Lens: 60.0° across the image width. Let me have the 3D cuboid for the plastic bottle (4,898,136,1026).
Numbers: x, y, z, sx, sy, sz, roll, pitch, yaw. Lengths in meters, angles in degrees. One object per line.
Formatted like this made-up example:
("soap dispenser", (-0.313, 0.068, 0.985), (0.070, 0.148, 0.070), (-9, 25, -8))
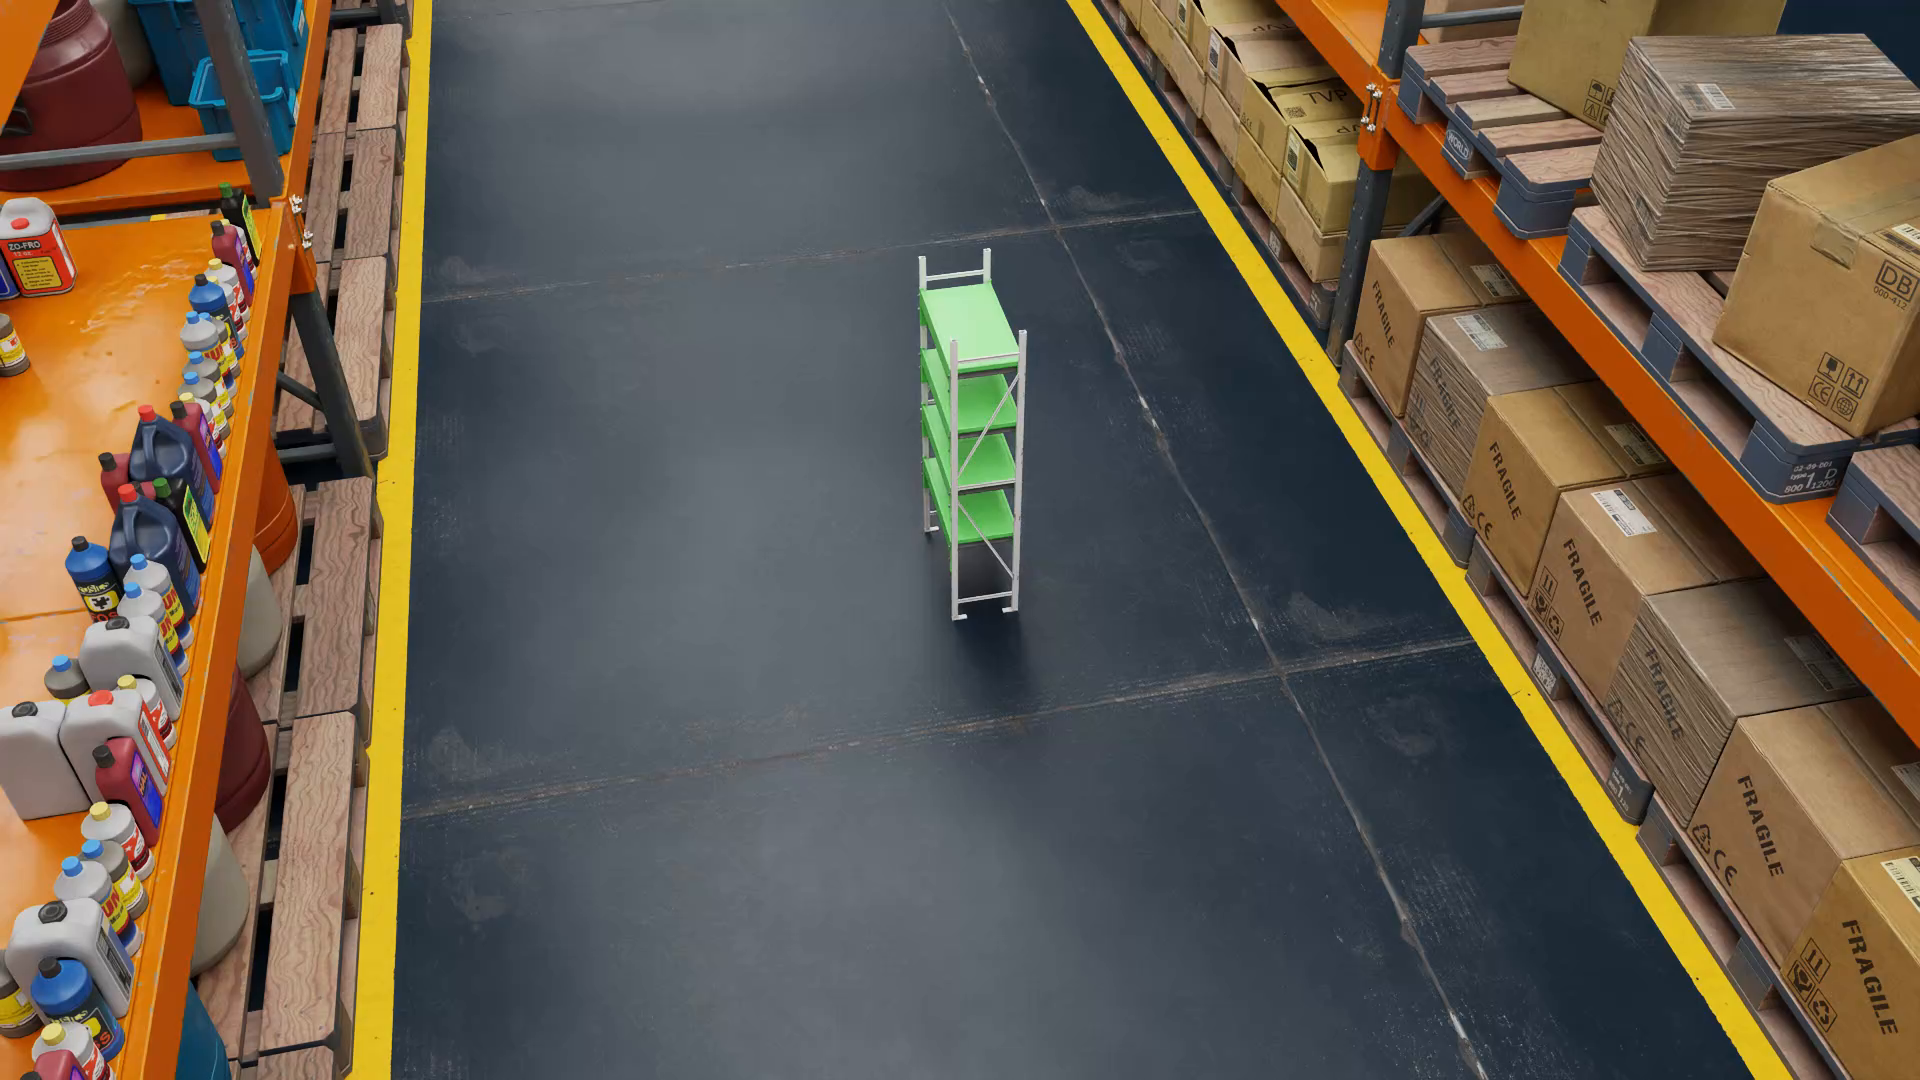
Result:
("plastic bottle", (-1.708, 0.797, 3.186), (0.152, 0.276, 0.135), (-8, 42, -9))

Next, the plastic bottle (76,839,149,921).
("plastic bottle", (-1.727, 0.683, 3.371), (0.097, 0.201, 0.097), (0, 42, 0))

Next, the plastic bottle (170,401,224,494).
("plastic bottle", (-2.014, -0.265, 4.376), (0.061, 0.283, 0.133), (-8, 42, -9))

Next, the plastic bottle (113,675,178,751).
("plastic bottle", (-1.827, 0.383, 3.709), (0.097, 0.201, 0.097), (0, 42, 0))

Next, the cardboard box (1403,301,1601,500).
("cardboard box", (2.011, -0.513, 6.120), (0.500, 0.500, 0.500), (-10, 43, -11))

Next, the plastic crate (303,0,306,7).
("plastic crate", (-2.814, -2.365, 6.607), (0.402, 0.464, 0.583), (-8, 42, -9))

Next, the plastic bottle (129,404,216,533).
("plastic bottle", (-2.020, -0.181, 4.231), (0.144, 0.351, 0.185), (-8, 42, -9))

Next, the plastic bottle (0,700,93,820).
("plastic bottle", (-1.977, 0.456, 3.570), (0.152, 0.276, 0.135), (-8, 42, -9))

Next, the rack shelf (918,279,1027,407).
("rack shelf", (0.036, -0.653, 5.455), (0.258, 0.148, 0.480), (-8, 42, -9))

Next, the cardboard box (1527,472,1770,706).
("cardboard box", (2.232, 0.151, 5.372), (0.500, 0.500, 0.500), (-10, 43, -11))

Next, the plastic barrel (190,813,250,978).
("plastic barrel", (-2.189, 0.923, 4.508), (0.421, 0.512, 0.421), (0, 42, 0))

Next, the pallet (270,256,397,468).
("pallet", (-2.894, -0.715, 6.897), (1.003, 0.211, 1.213), (-8, 42, -9))

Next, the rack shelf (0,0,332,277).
("rack shelf", (-3.196, -2.278, 7.098), (1.077, 0.370, 4.000), (-8, 42, -9))

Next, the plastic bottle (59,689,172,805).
("plastic bottle", (-1.829, 0.434, 3.595), (0.152, 0.276, 0.135), (-8, 42, -9))

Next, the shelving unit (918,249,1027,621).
("shelving unit", (0.036, -0.341, 5.731), (0.258, 1.200, 0.503), (-8, 42, -9))

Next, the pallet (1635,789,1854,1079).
("pallet", (2.724, 1.156, 4.788), (1.003, 0.211, 1.213), (-8, 42, -9))

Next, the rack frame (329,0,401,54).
("rack frame", (-3.628, -3.843, 8.320), (1.000, 3.000, 0.127), (-8, 42, -9))

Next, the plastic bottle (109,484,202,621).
("plastic bottle", (-1.951, 0.026, 3.999), (0.144, 0.351, 0.185), (-8, 42, -9))

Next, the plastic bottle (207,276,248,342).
("plastic bottle", (-2.183, -0.685, 4.912), (0.097, 0.201, 0.097), (0, 42, 0))

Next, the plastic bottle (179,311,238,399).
("plastic bottle", (-2.120, -0.522, 4.675), (0.097, 0.271, 0.097), (0, 42, 0))

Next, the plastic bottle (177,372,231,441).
("plastic bottle", (-2.078, -0.369, 4.556), (0.097, 0.201, 0.097), (0, 42, 0))

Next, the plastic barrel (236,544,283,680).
("plastic barrel", (-2.433, 0.191, 5.333), (0.421, 0.512, 0.421), (0, 42, 0))

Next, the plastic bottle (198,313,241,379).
("plastic bottle", (-2.141, -0.559, 4.769), (0.097, 0.201, 0.097), (0, 42, 0))

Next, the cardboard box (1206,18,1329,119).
("cardboard box", (1.495, -2.264, 7.873), (0.500, 0.311, 0.500), (-9, 42, -10))

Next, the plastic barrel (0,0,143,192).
("plastic barrel", (-3.160, -1.558, 5.644), (0.600, 0.536, 0.708), (-8, 42, -9))

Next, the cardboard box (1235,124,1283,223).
("cardboard box", (1.607, -1.726, 7.690), (0.500, 0.250, 0.500), (-9, 42, -10))

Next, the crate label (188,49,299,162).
("crate label", (-2.489, -1.514, 5.823), (0.303, 0.233, 0.416), (-8, 42, -9))

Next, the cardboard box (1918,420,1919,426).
("cardboard box", (2.842, -0.335, 3.976), (0.700, 0.500, 0.500), (-2, 42, -2))

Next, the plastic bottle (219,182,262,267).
("plastic bottle", (-2.260, -1.005, 5.211), (0.061, 0.283, 0.133), (-8, 42, -9))

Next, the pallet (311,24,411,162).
("pallet", (-3.420, -2.297, 8.678), (1.003, 0.211, 1.213), (-8, 42, -9))

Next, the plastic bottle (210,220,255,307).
("plastic bottle", (-2.211, -0.856, 5.043), (0.061, 0.283, 0.133), (-8, 42, -9))

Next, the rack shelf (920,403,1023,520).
("rack shelf", (0.036, -0.294, 5.773), (0.258, 0.148, 0.480), (-8, 42, -9))

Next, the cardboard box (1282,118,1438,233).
("cardboard box", (1.720, -1.600, 7.126), (0.500, 0.311, 0.500), (-7, 42, -8))

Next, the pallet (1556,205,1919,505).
("pallet", (2.497, -0.626, 4.840), (1.003, 0.211, 1.213), (-8, 42, -9))

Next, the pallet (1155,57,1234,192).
("pallet", (1.674, -2.243, 8.618), (1.003, 0.211, 1.213), (-8, 42, -9))

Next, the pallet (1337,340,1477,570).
("pallet", (2.197, -0.425, 6.570), (1.003, 0.211, 1.213), (-8, 42, -9))

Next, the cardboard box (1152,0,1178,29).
("cardboard box", (1.271, -2.925, 8.618), (0.500, 0.311, 0.500), (-10, 43, -11))

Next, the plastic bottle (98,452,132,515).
("plastic bottle", (-2.115, -0.124, 4.218), (0.061, 0.283, 0.133), (-8, 42, -9))

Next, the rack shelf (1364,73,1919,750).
("rack shelf", (2.505, -0.392, 4.974), (1.077, 0.370, 4.000), (-8, 42, -9))

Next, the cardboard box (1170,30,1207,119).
("cardboard box", (1.387, -2.385, 8.433), (0.500, 0.250, 0.500), (-8, 42, -8))

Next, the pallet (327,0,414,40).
("pallet", (-3.732, -3.242, 9.743), (1.003, 0.211, 1.213), (-8, 42, -9))

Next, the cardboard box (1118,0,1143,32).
("cardboard box", (1.164, -3.051, 9.182), (0.500, 0.250, 0.500), (-7, 42, -8))

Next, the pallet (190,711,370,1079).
("pallet", (-2.294, 1.087, 4.867), (1.003, 0.211, 1.213), (-8, 42, -9))

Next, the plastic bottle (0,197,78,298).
("plastic bottle", (-2.838, -0.899, 5.096), (0.152, 0.276, 0.135), (-8, 42, -9))

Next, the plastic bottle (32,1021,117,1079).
("plastic bottle", (-1.635, 0.959, 3.059), (0.097, 0.201, 0.097), (0, 42, 0))

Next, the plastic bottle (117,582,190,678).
("plastic bottle", (-1.877, 0.206, 3.855), (0.097, 0.271, 0.097), (0, 42, 0))

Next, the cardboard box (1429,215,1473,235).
("cardboard box", (2.247, -1.468, 7.399), (0.500, 0.250, 0.500), (-8, 42, -9))

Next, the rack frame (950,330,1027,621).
("rack frame", (0.088, -0.183, 5.553), (0.240, 1.200, 0.015), (-8, 42, -9))

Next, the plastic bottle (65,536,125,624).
("plastic bottle", (-2.060, 0.101, 3.974), (0.097, 0.271, 0.097), (0, 42, 0))

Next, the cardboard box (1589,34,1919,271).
("cardboard box", (2.330, -1.140, 4.883), (0.700, 0.500, 0.500), (-1, 42, -1))

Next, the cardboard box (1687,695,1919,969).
("cardboard box", (2.452, 0.805, 4.635), (0.500, 0.500, 0.500), (-8, 42, -9))
